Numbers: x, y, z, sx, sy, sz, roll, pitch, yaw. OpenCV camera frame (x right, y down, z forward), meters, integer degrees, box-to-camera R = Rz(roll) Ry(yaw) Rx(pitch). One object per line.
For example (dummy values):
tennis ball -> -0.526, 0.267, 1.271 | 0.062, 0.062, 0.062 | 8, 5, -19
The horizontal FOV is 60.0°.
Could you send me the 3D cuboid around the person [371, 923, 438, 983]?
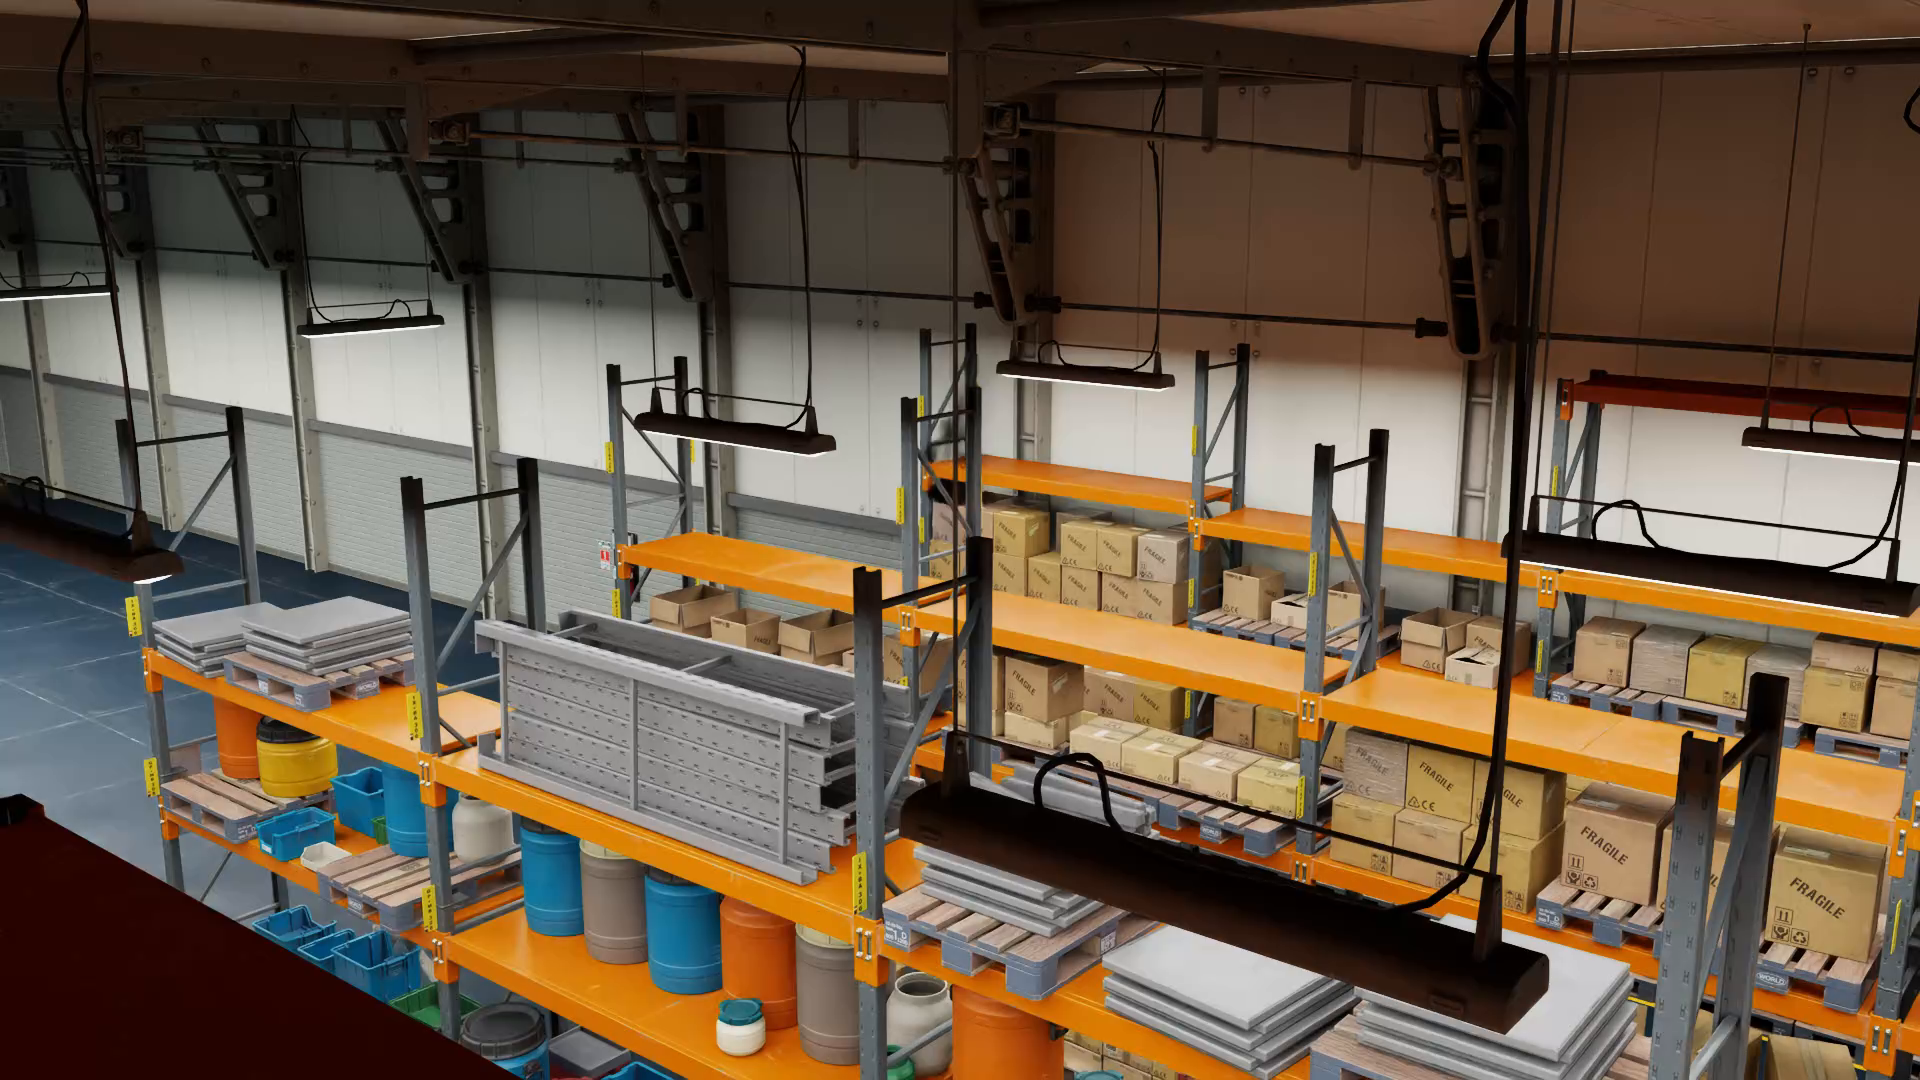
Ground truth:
person -> -5.424, 3.727, 15.962 | 0.841, 1.702, 0.684 | 8, 15, 33
